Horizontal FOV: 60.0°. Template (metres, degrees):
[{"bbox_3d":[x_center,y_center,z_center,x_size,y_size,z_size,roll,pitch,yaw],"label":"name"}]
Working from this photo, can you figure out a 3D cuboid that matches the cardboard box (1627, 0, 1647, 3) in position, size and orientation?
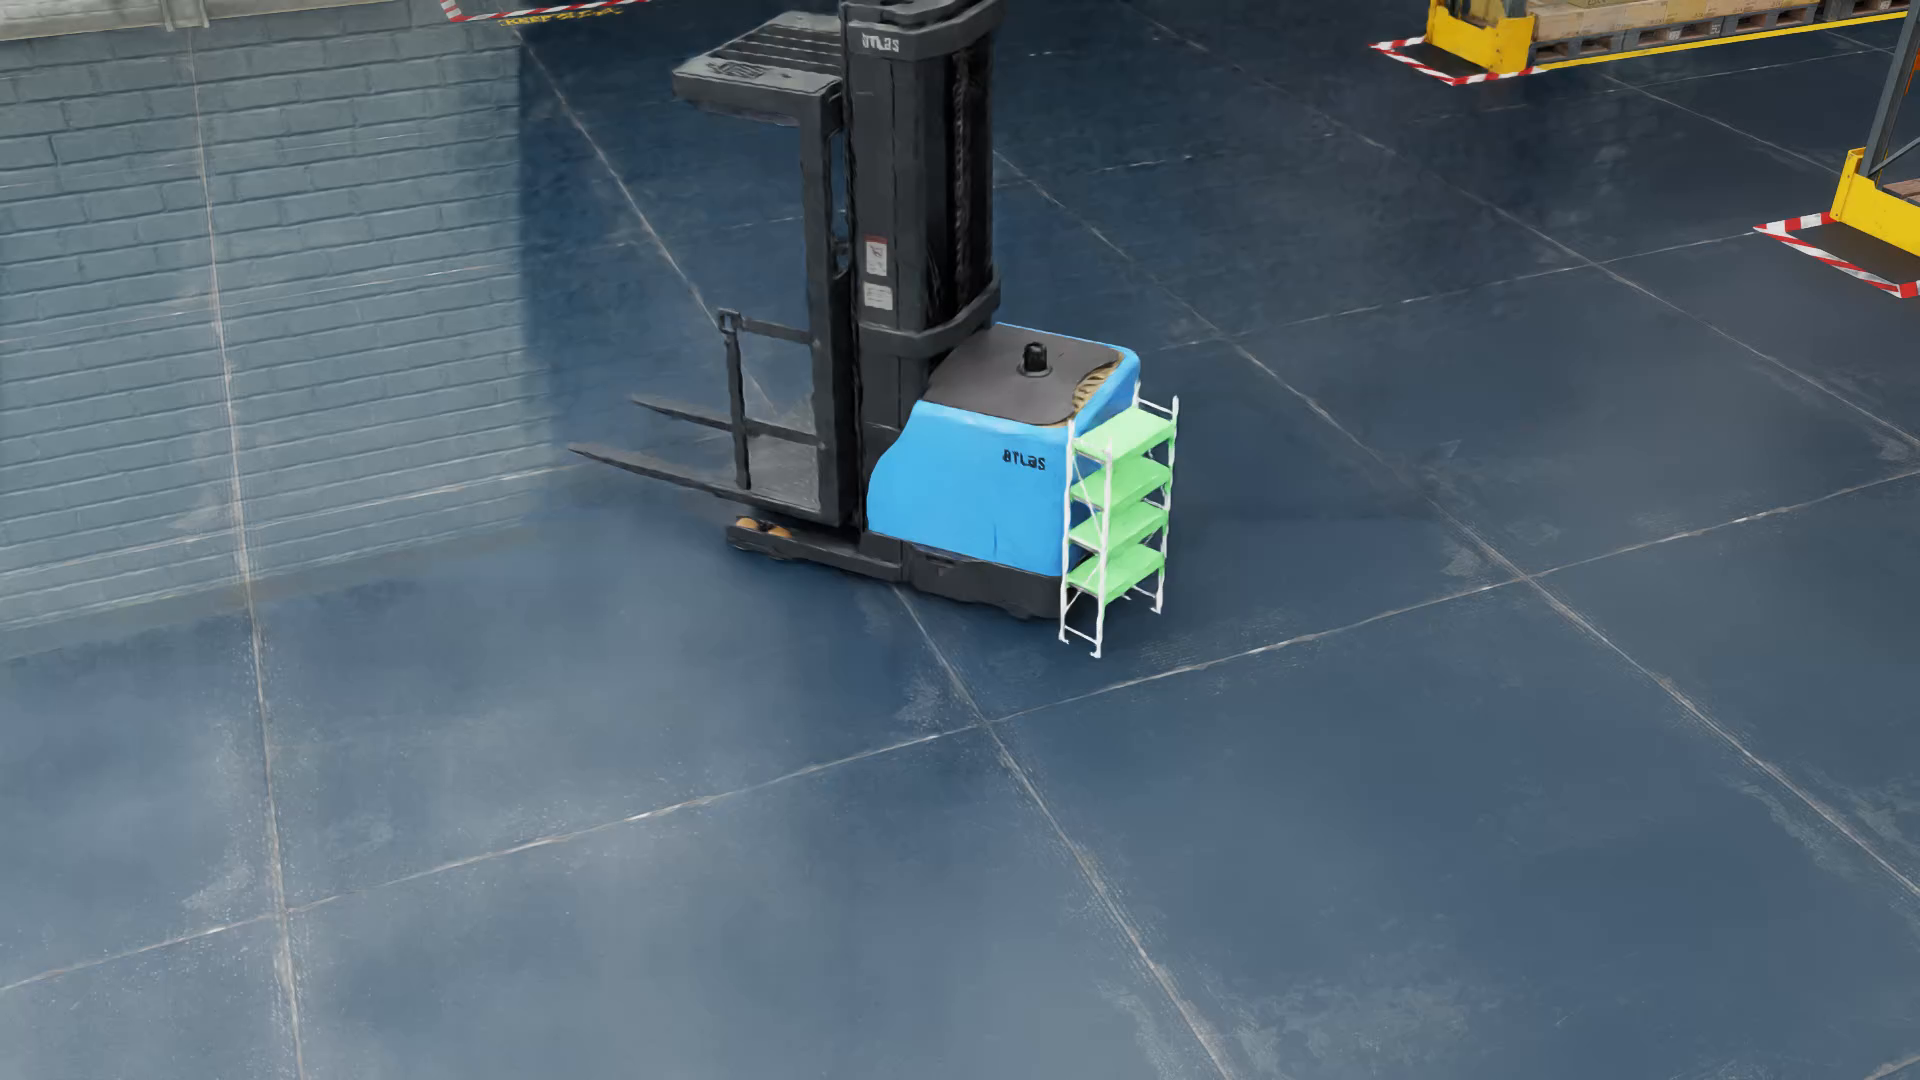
[{"bbox_3d":[6.420,-5.449,15.823,0.500,0.500,0.500,-13,35,-19],"label":"cardboard box"}]

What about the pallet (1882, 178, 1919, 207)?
[{"bbox_3d":[7.640,-2.440,12.306,1.213,0.211,1.003,-13,35,-19],"label":"pallet"}]

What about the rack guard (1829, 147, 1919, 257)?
[{"bbox_3d":[6.889,-2.392,11.968,0.348,0.500,1.175,-13,35,-19],"label":"rack guard"}]

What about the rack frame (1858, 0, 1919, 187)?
[{"bbox_3d":[6.837,-3.400,11.225,0.127,3.000,1.000,-13,35,-19],"label":"rack frame"}]

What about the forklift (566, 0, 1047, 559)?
[{"bbox_3d":[-0.652,-1.376,8.178,3.031,2.935,1.121,14,36,21],"label":"forklift"}]

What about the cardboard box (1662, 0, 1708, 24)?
[{"bbox_3d":[6.888,-5.232,16.177,0.500,0.250,0.500,-13,35,-19],"label":"cardboard box"}]

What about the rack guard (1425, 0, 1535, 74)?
[{"bbox_3d":[4.901,-4.839,15.728,0.348,0.500,1.175,-13,35,-19],"label":"rack guard"}]

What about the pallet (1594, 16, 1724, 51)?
[{"bbox_3d":[6.735,-5.161,16.488,1.213,0.211,1.003,-13,35,-19],"label":"pallet"}]

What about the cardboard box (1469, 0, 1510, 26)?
[{"bbox_3d":[5.303,-5.177,16.092,0.500,0.250,0.500,-13,35,-19],"label":"cardboard box"}]

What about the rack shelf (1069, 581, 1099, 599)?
[{"bbox_3d":[0.735,0.147,7.928,0.199,0.029,0.442,26,41,34],"label":"rack shelf"}]

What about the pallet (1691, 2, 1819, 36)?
[{"bbox_3d":[7.862,-5.421,16.887,1.213,0.211,1.003,-13,35,-19],"label":"pallet"}]

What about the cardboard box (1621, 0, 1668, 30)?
[{"bbox_3d":[6.425,-5.129,16.019,0.500,0.250,0.500,-13,35,-19],"label":"cardboard box"}]

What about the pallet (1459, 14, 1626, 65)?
[{"bbox_3d":[5.612,-4.905,16.095,1.213,0.211,1.003,-13,35,-19],"label":"pallet"}]

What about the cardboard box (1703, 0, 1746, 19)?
[{"bbox_3d":[7.348,-5.338,16.340,0.500,0.250,0.500,-13,35,-19],"label":"cardboard box"}]

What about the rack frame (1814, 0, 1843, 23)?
[{"bbox_3d":[8.611,-6.736,16.352,0.127,3.000,1.000,-13,35,-19],"label":"rack frame"}]

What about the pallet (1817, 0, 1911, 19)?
[{"bbox_3d":[9.276,-5.743,17.382,1.213,0.211,1.003,-13,35,-19],"label":"pallet"}]

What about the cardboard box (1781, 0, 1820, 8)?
[{"bbox_3d":[8.268,-5.552,16.668,0.500,0.250,0.500,-13,35,-19],"label":"cardboard box"}]

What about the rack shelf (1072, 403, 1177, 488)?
[{"bbox_3d":[0.736,-0.432,7.551,0.258,0.148,0.480,26,41,34],"label":"rack shelf"}]

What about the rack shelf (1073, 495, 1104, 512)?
[{"bbox_3d":[0.736,-0.255,7.666,0.199,0.029,0.442,26,41,34],"label":"rack shelf"}]

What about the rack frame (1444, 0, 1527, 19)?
[{"bbox_3d":[4.923,-5.892,15.054,0.127,3.000,1.000,-13,35,-19],"label":"rack frame"}]

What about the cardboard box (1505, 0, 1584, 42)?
[{"bbox_3d":[5.504,-4.916,15.692,0.500,0.250,0.500,-13,35,-19],"label":"cardboard box"}]

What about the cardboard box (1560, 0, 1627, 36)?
[{"bbox_3d":[5.963,-5.024,15.857,0.500,0.250,0.500,-13,35,-19],"label":"cardboard box"}]

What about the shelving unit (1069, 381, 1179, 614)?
[{"bbox_3d":[0.739,-0.086,7.782,0.258,1.200,0.492,26,41,34],"label":"shelving unit"}]

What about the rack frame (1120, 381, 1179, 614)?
[{"bbox_3d":[0.897,-0.183,7.931,0.240,1.200,0.015,26,41,34],"label":"rack frame"}]
